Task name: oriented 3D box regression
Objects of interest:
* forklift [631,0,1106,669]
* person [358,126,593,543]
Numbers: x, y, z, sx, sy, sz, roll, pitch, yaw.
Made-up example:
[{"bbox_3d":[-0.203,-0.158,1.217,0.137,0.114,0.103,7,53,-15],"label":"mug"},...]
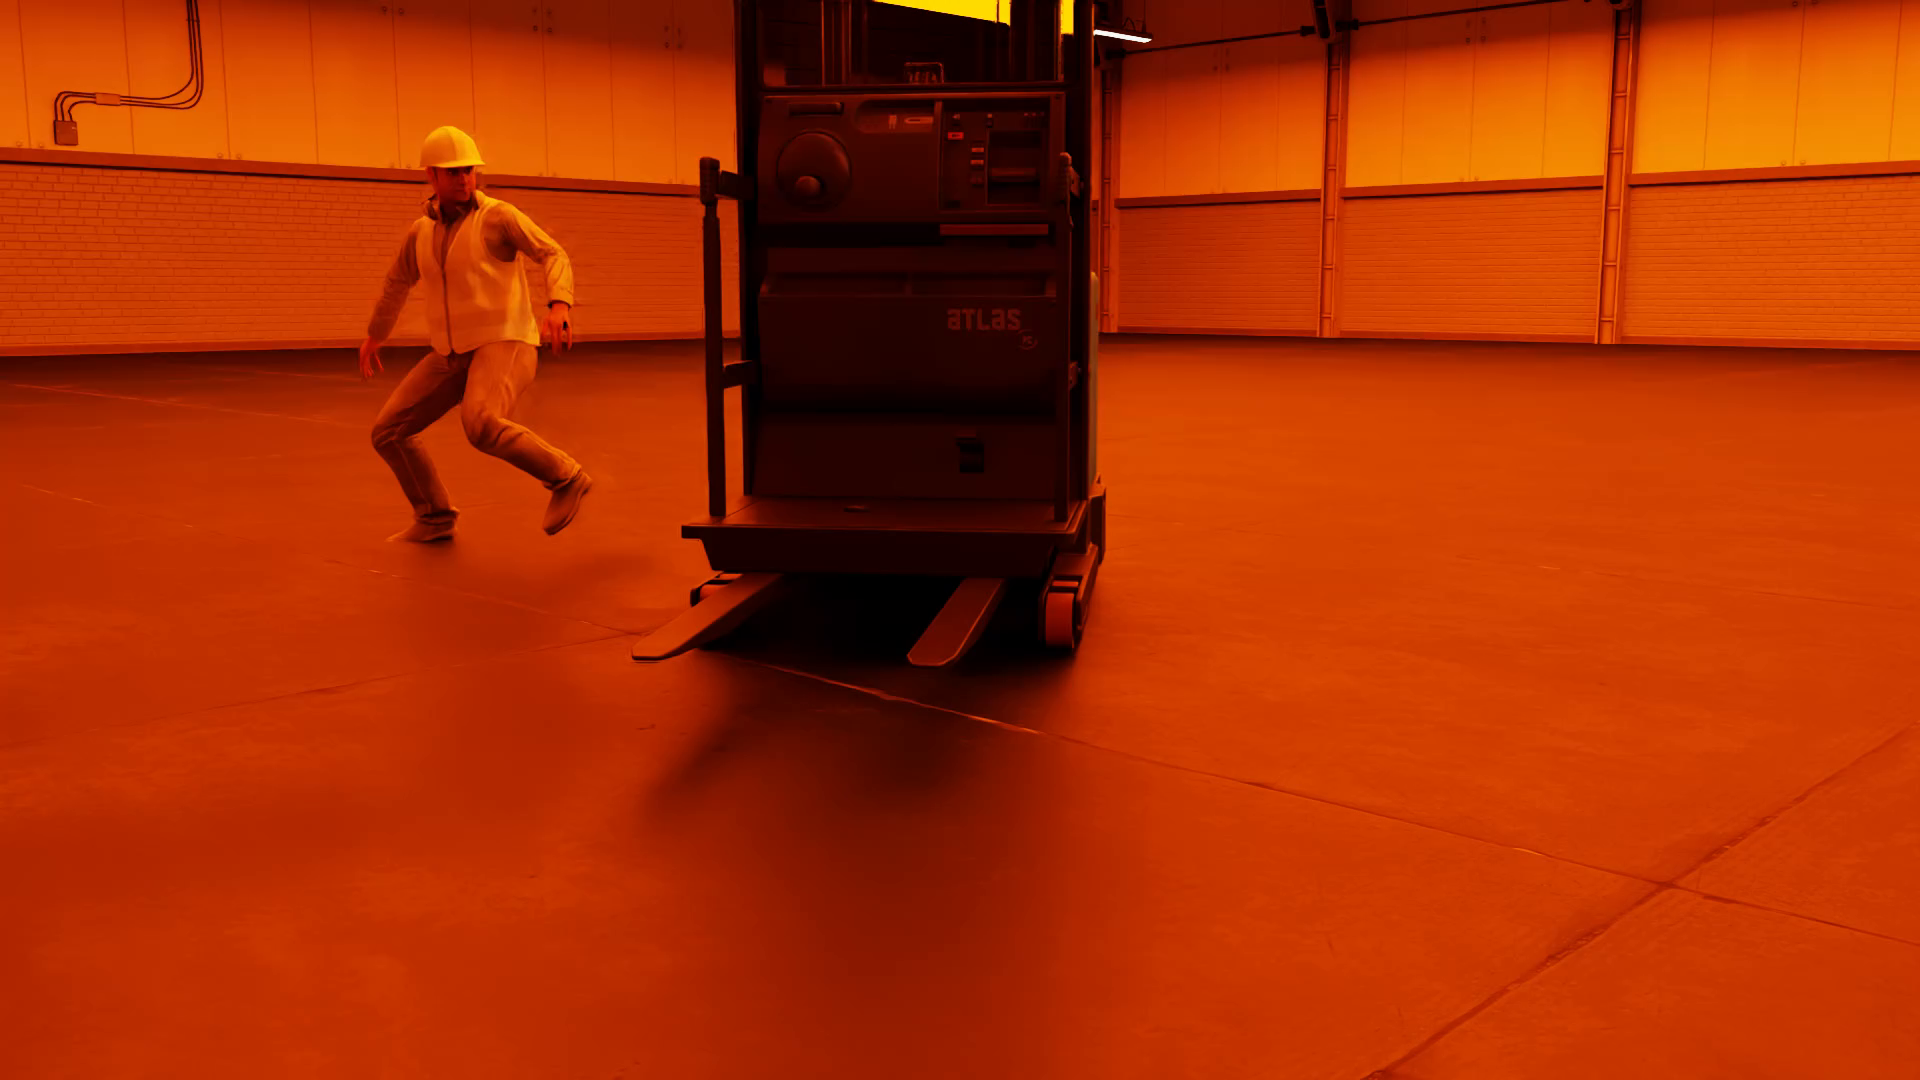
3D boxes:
[{"bbox_3d":[-0.173,-1.195,4.811,1.130,2.935,3.031,1,9,7],"label":"forklift"},{"bbox_3d":[-1.962,-0.778,6.550,1.047,1.653,0.503,5,10,31],"label":"person"}]
